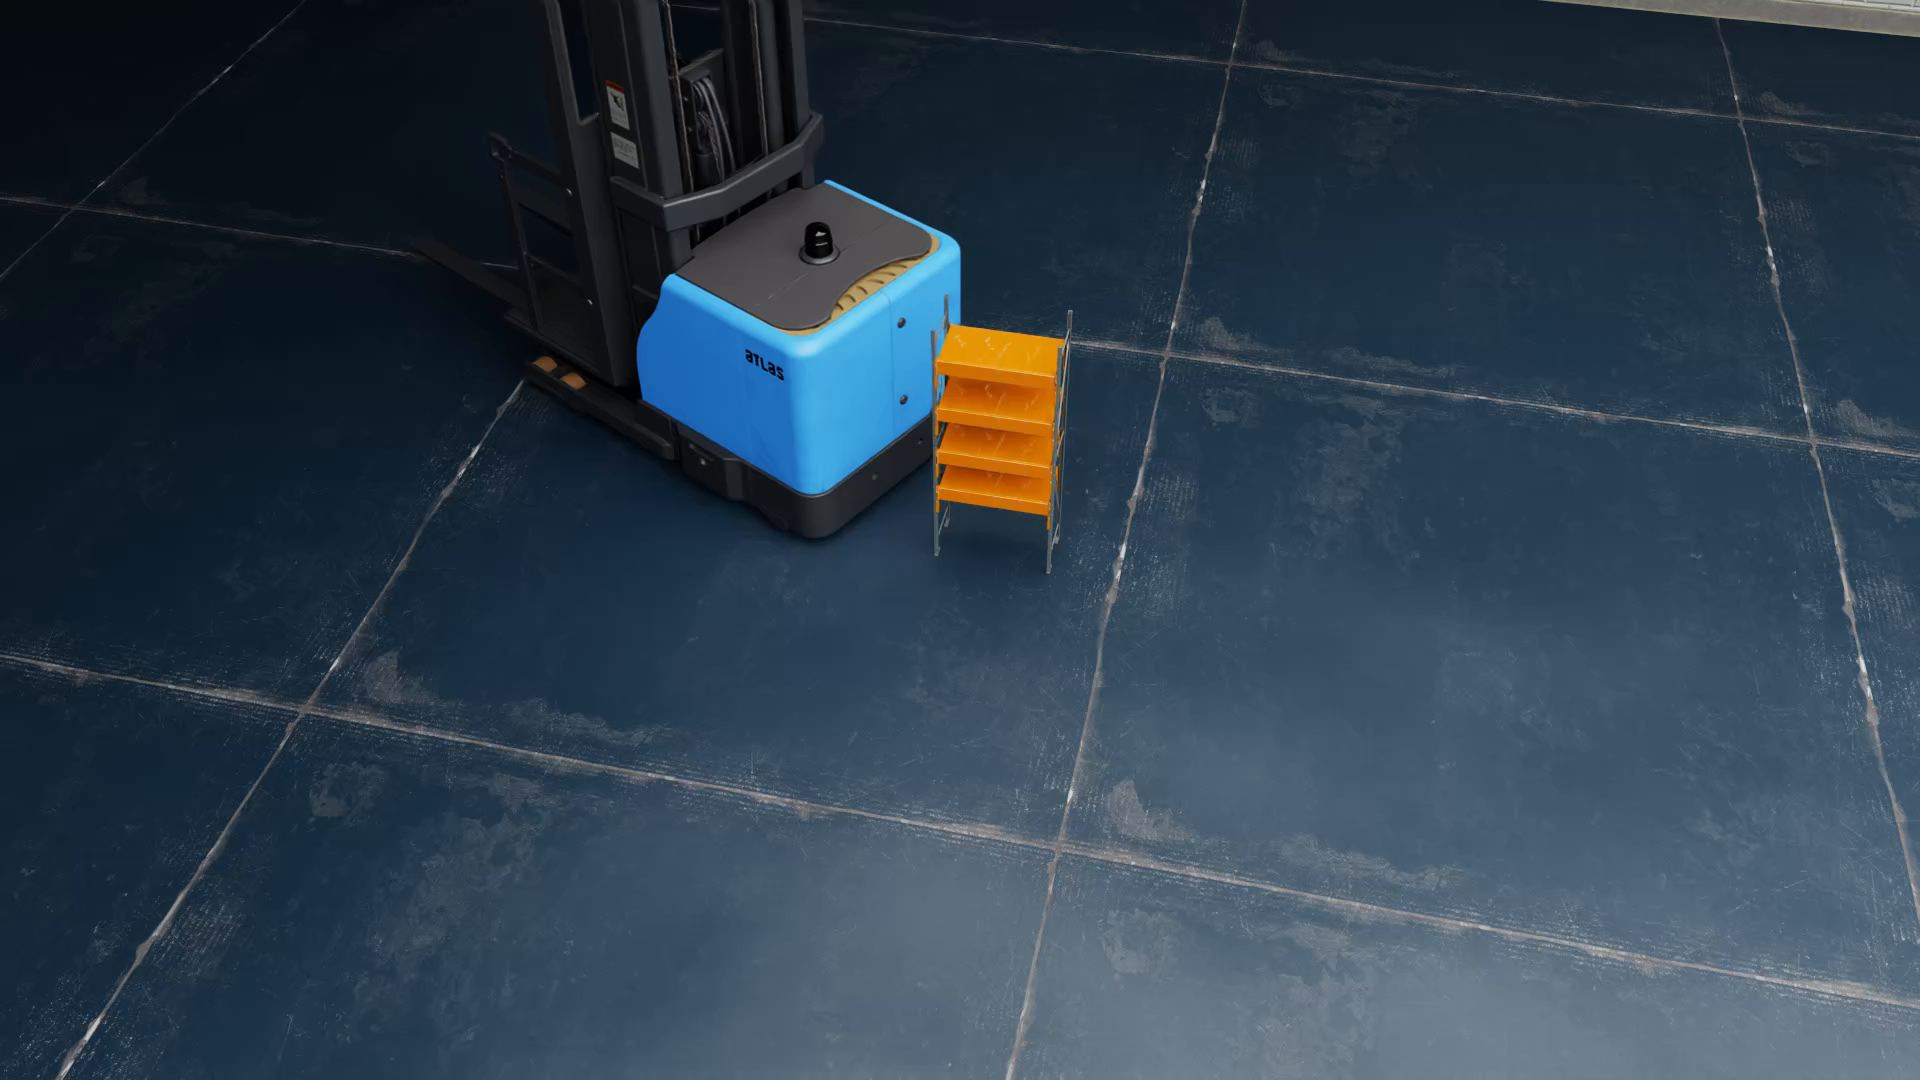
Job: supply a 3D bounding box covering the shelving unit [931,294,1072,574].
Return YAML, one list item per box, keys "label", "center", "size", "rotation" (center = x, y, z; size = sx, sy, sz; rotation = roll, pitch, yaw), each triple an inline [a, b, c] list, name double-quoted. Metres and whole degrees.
- label: "shelving unit"
  center: [0.162, -0.407, 6.768]
  size: [0.503, 1.200, 0.258]
  rotation: [9, 45, 9]

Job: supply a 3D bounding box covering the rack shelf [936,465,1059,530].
- label: "rack shelf"
  center: [0.162, -0.216, 6.952]
  size: [0.480, 0.148, 0.258]
  rotation: [9, 45, 9]

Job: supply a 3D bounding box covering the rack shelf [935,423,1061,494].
- label: "rack shelf"
  center: [0.162, -0.359, 6.815]
  size: [0.480, 0.148, 0.258]
  rotation: [9, 45, 9]

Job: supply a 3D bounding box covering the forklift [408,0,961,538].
- label: "forklift"
  center: [-1.438, -1.932, 7.104]
  size: [3.031, 2.935, 1.130]
  rotation: [30, 51, 27]

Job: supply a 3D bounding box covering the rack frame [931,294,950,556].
- label: "rack frame"
  center: [-0.077, -0.444, 6.806]
  size: [0.015, 1.200, 0.240]
  rotation: [9, 45, 9]

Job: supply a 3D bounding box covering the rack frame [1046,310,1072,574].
- label: "rack frame"
  center: [0.400, -0.370, 6.730]
  size: [0.015, 1.200, 0.240]
  rotation: [9, 45, 9]

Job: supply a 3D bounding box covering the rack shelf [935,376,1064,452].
- label: "rack shelf"
  center: [0.162, -0.520, 6.659]
  size: [0.480, 0.148, 0.258]
  rotation: [9, 45, 9]

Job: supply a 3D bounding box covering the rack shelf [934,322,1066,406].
- label: "rack shelf"
  center: [0.162, -0.690, 6.495]
  size: [0.480, 0.148, 0.258]
  rotation: [9, 45, 9]
